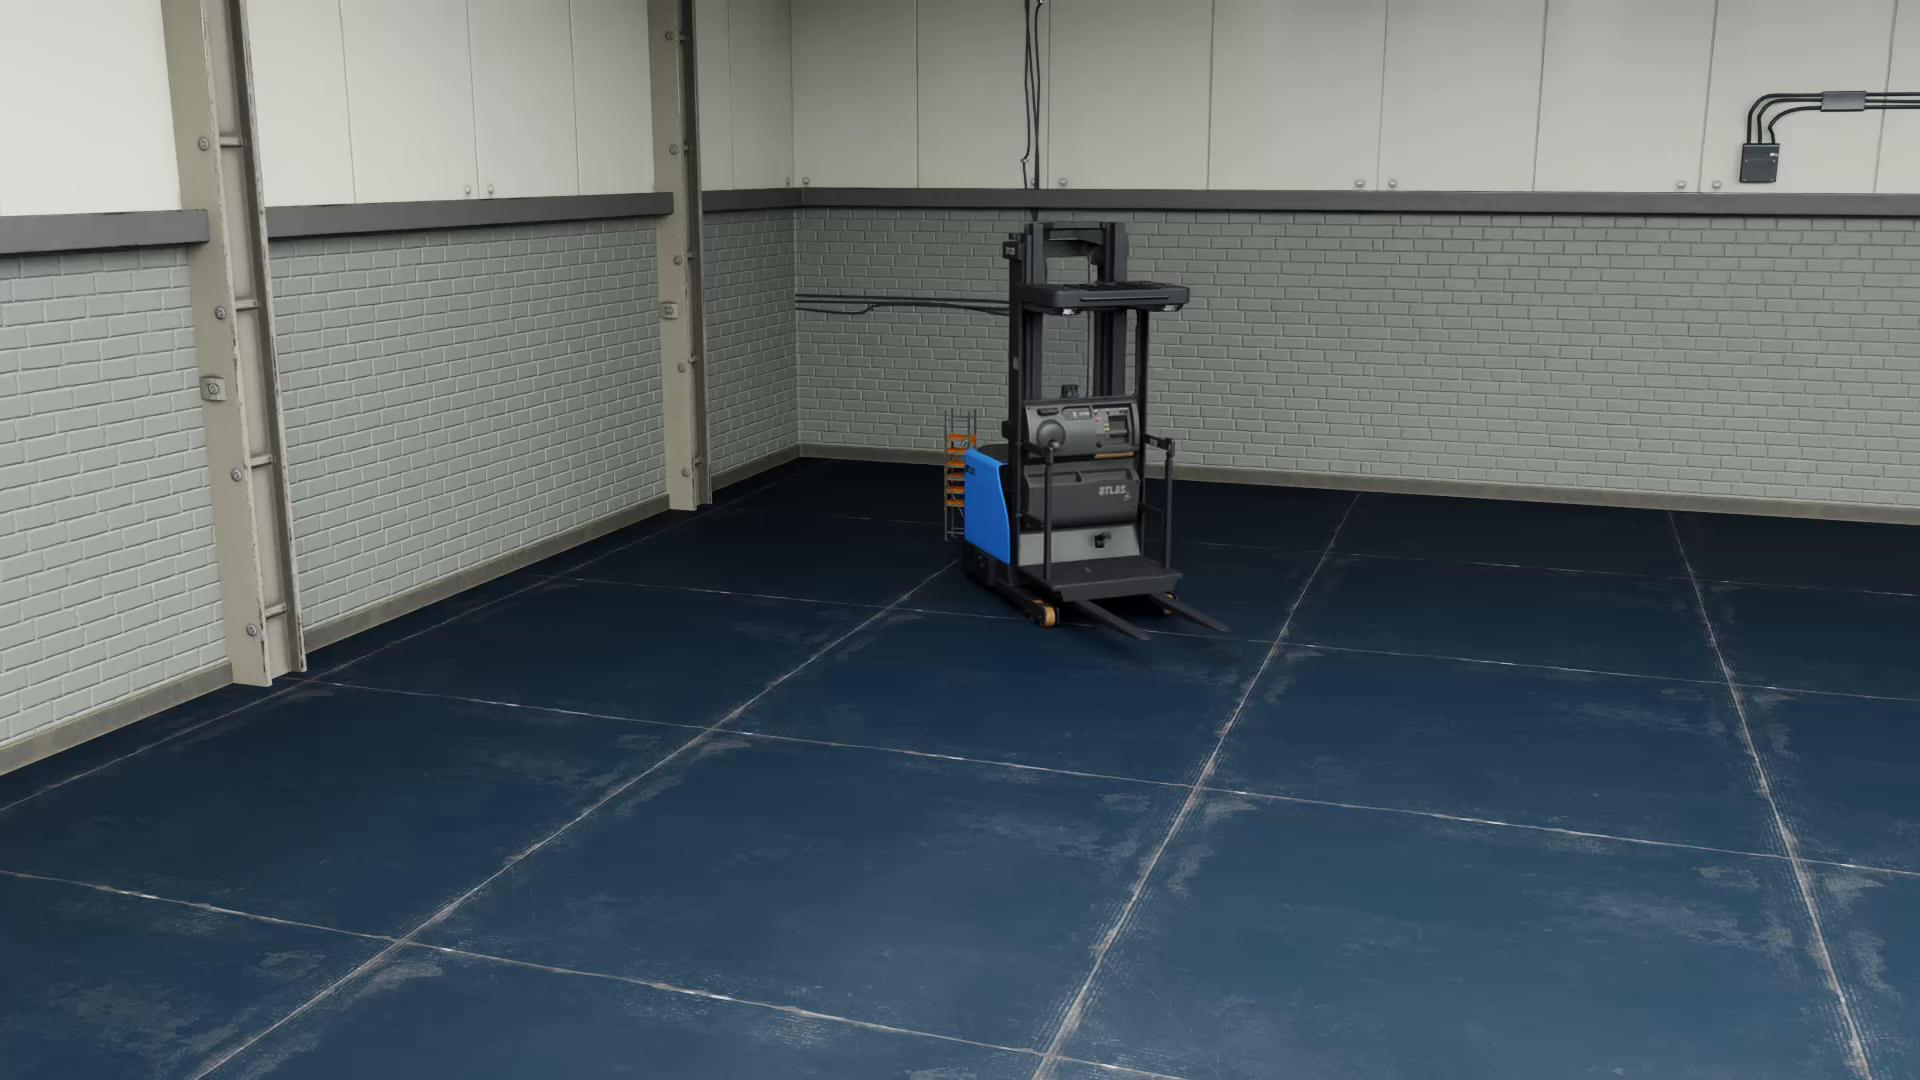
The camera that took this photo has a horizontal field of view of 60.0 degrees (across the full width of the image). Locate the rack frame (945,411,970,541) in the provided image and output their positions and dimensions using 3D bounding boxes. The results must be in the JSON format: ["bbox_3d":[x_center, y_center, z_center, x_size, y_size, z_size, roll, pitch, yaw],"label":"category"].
[{"bbox_3d":[-0.025,-0.569,15.045,0.240,1.200,0.006,4,14,18],"label":"rack frame"}]

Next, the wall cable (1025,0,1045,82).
[{"bbox_3d":[2.040,-6.011,16.991,3.097,2.526,0.112,4,14,18],"label":"wall cable"}]

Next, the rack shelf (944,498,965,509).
[{"bbox_3d":[0.005,-0.311,15.193,0.258,0.103,0.180,4,14,18],"label":"rack shelf"}]

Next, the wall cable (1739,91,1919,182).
[{"bbox_3d":[8.458,-6.229,14.674,2.305,6.003,0.169,4,14,18],"label":"wall cable"}]

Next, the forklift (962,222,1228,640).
[{"bbox_3d":[1.015,-0.879,12.514,1.130,2.935,3.031,-5,14,-20],"label":"forklift"}]

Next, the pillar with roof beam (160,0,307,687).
[{"bbox_3d":[-0.592,-3.159,8.868,9.100,9.000,0.400,4,14,18],"label":"pillar with roof beam"}]

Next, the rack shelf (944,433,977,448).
[{"bbox_3d":[0.005,-0.896,15.060,0.258,0.103,0.180,4,14,18],"label":"rack shelf"}]

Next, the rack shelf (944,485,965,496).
[{"bbox_3d":[0.005,-0.428,15.166,0.258,0.103,0.180,4,14,18],"label":"rack shelf"}]

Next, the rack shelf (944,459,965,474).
[{"bbox_3d":[0.005,-0.662,15.113,0.258,0.103,0.180,4,14,18],"label":"rack shelf"}]

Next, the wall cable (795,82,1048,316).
[{"bbox_3d":[-0.520,-3.744,18.407,3.097,2.526,0.112,4,14,18],"label":"wall cable"}]

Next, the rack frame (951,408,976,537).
[{"bbox_3d":[0.034,-0.607,15.214,0.240,1.200,0.006,4,14,18],"label":"rack frame"}]

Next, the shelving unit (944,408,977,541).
[{"bbox_3d":[0.005,-0.588,15.130,0.258,1.200,0.189,4,14,18],"label":"shelving unit"}]

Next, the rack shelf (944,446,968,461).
[{"bbox_3d":[0.005,-0.779,15.086,0.258,0.103,0.180,4,14,18],"label":"rack shelf"}]

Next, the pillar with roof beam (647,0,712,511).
[{"bbox_3d":[1.349,-4.422,14.403,9.100,9.000,0.400,4,14,18],"label":"pillar with roof beam"}]

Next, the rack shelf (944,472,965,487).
[{"bbox_3d":[0.005,-0.545,15.140,0.258,0.103,0.180,4,14,18],"label":"rack shelf"}]
